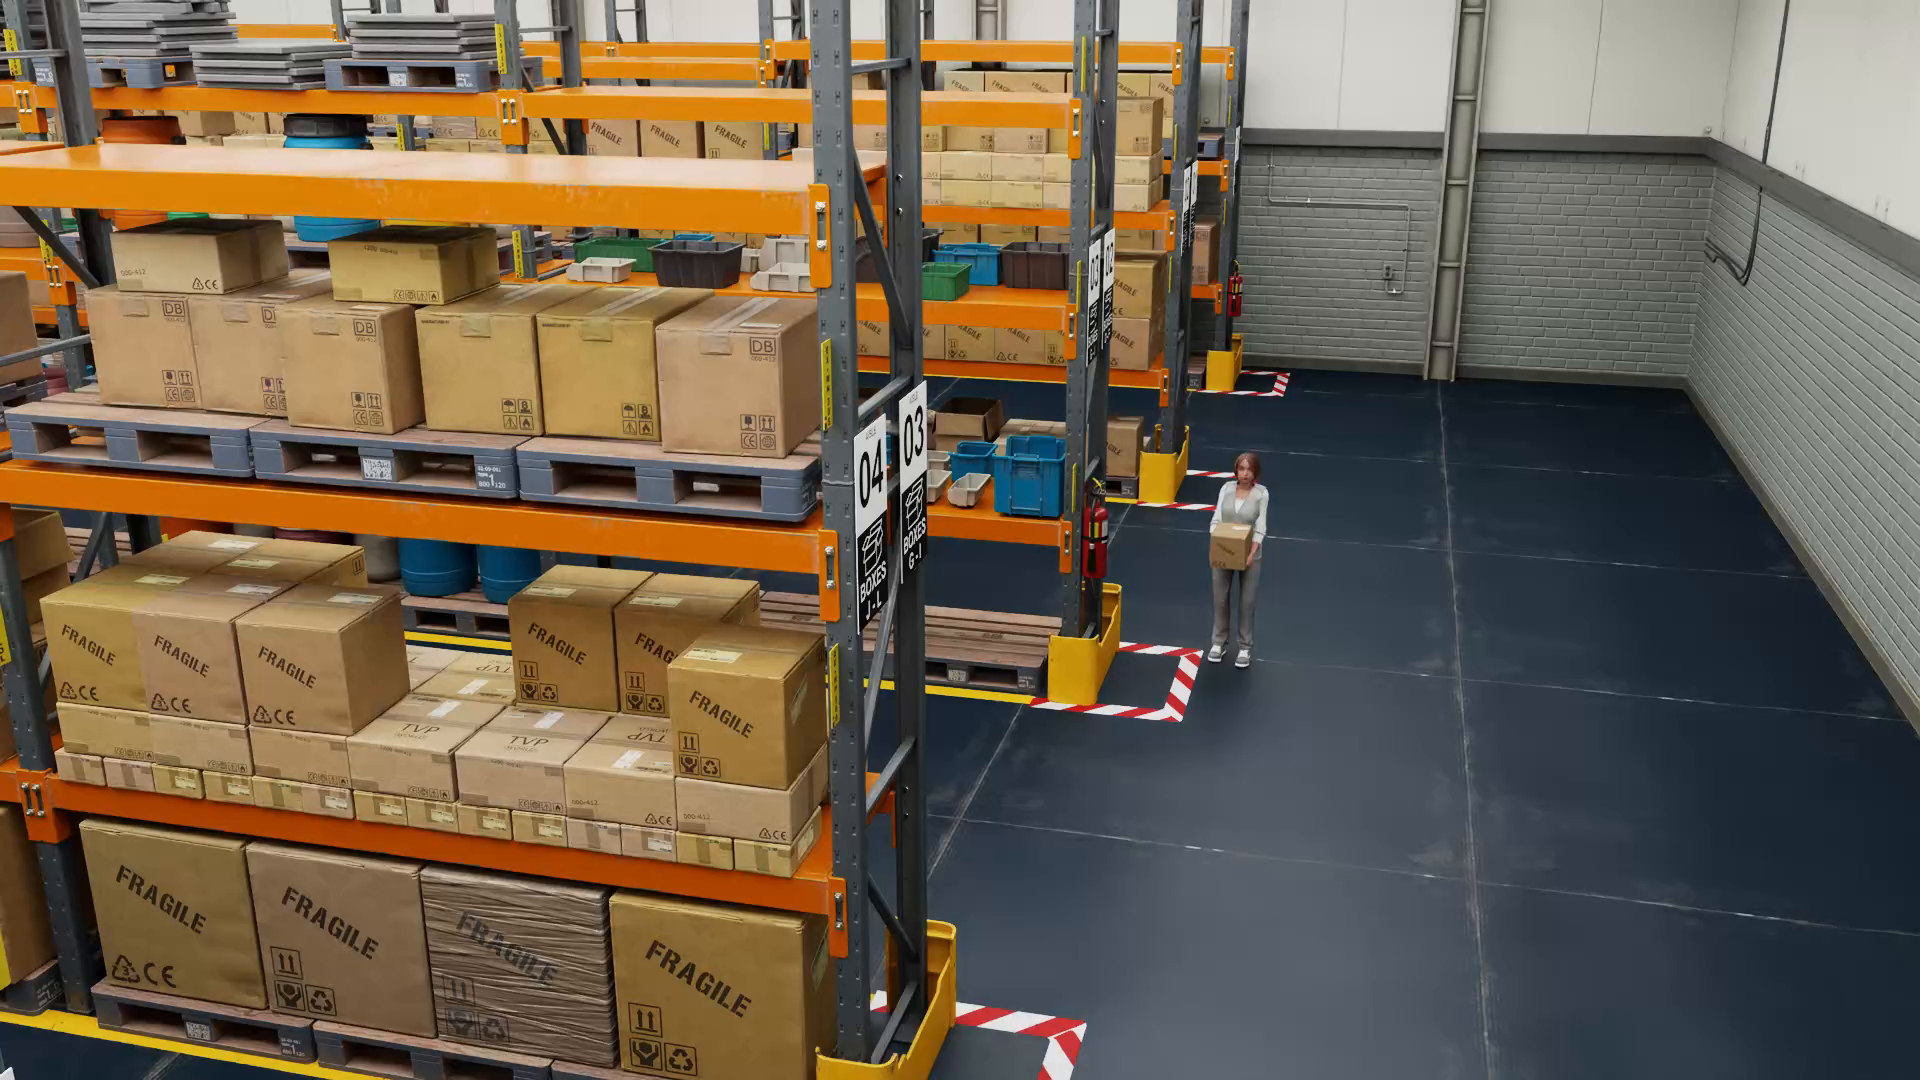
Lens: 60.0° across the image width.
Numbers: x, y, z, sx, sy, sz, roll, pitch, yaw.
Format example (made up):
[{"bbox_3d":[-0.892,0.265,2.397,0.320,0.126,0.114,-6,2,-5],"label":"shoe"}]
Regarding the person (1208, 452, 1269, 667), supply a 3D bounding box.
[{"bbox_3d":[2.027,0.159,12.201,0.407,1.588,0.500,7,20,20],"label":"person"}]
